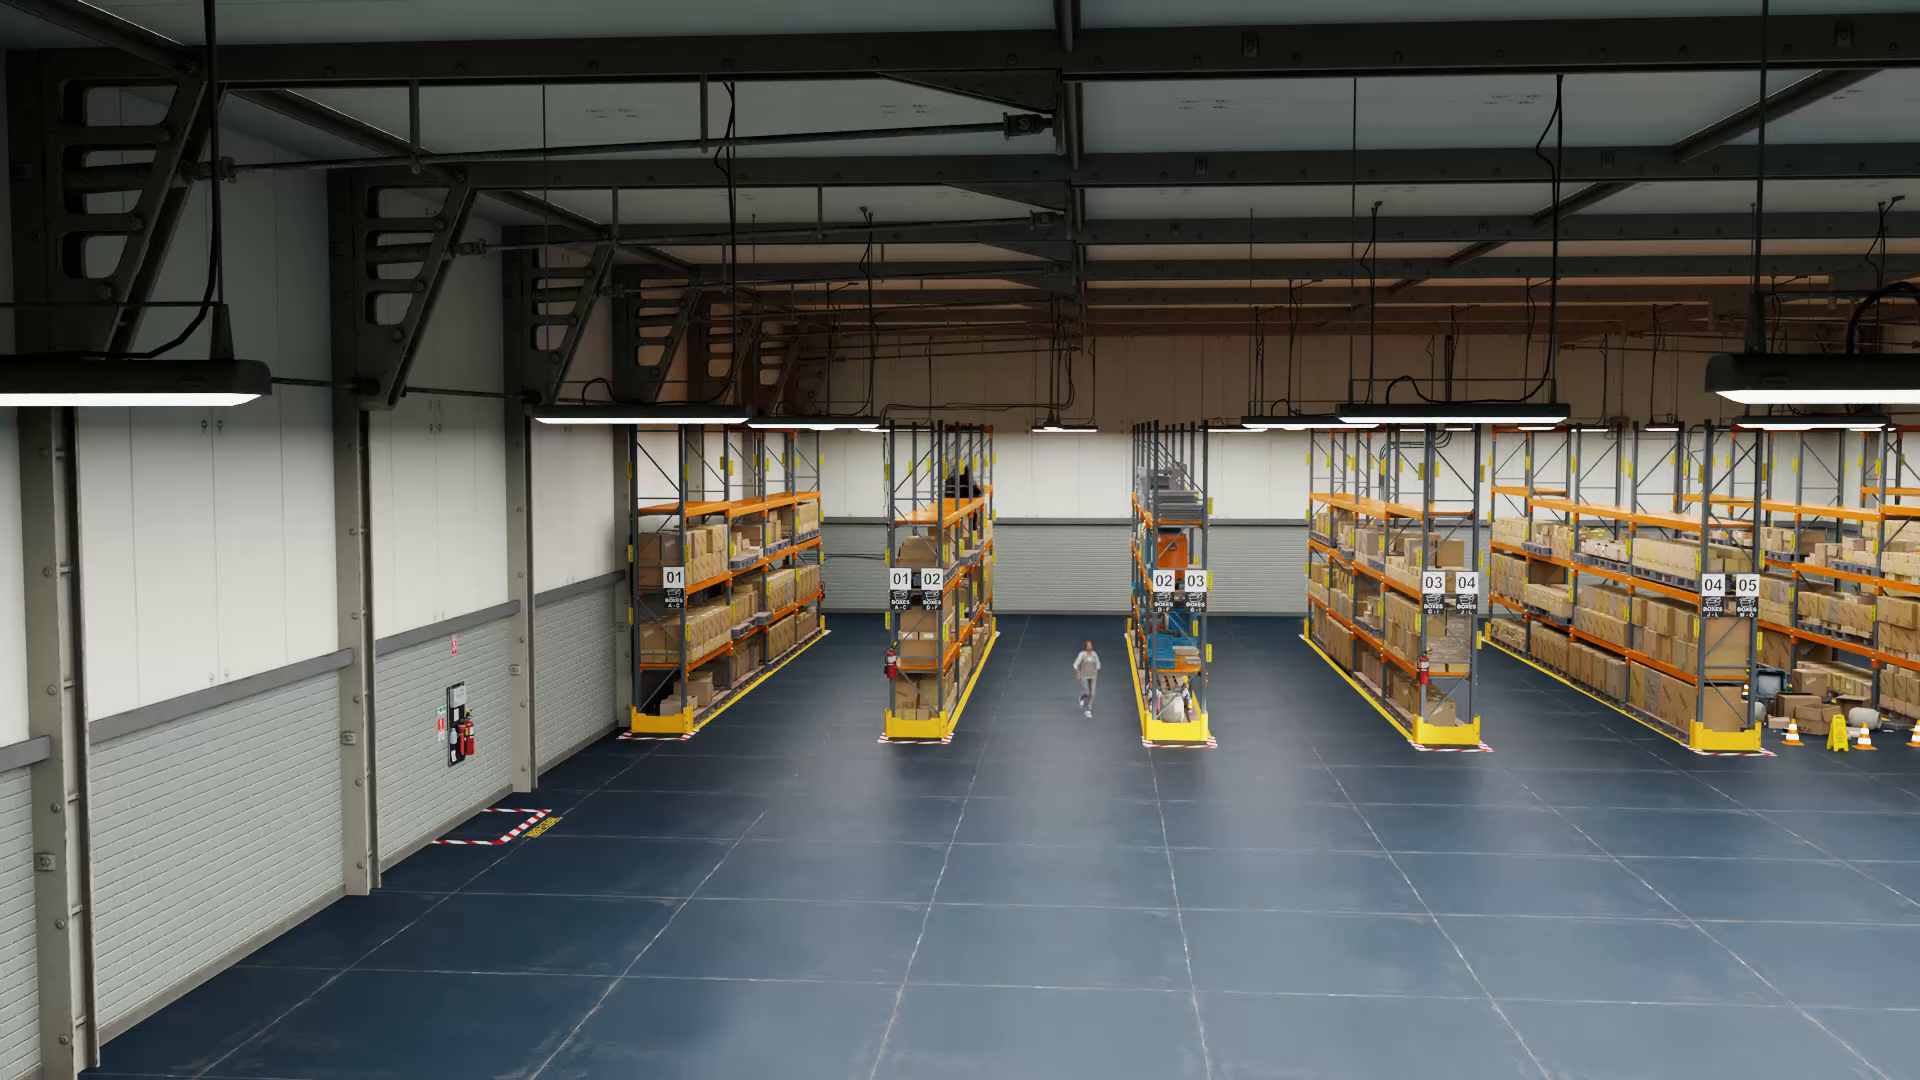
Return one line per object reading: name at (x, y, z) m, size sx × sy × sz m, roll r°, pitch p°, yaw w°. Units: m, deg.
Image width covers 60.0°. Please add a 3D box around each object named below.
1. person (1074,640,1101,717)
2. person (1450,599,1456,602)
person at (2.607, 2.813, 33.797) m, size 0.536 × 1.555 × 0.544 m, roll -1°, pitch 4°, yaw -11°
person at (13.384, 2.002, 45.125) m, size 0.665 × 1.780 × 0.617 m, roll 0°, pitch 4°, yaw 2°
